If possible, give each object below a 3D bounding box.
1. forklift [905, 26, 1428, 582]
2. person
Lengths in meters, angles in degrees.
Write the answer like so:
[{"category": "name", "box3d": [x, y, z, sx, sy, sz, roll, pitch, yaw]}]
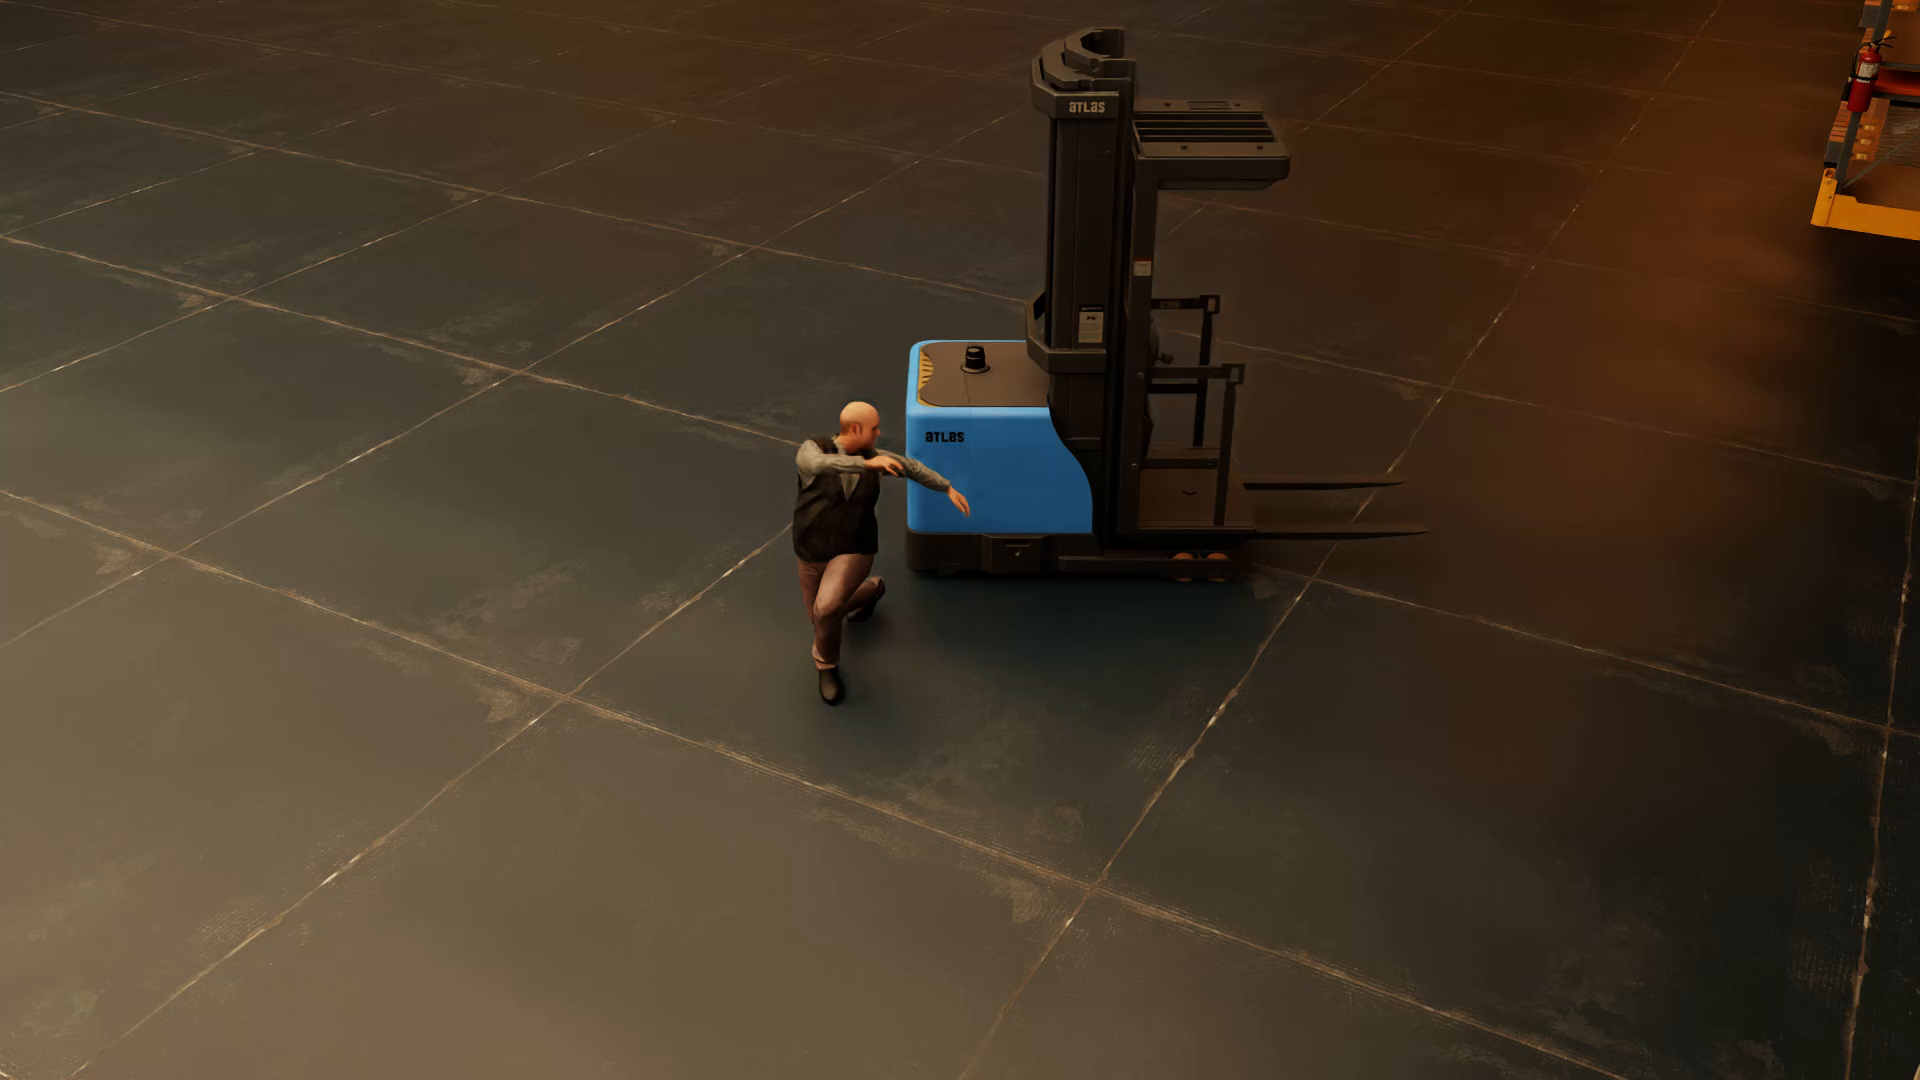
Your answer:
[{"category": "forklift", "box3d": [1.204, -1.294, 9.313, 3.031, 2.935, 1.130, 0, 30, 0]}, {"category": "person", "box3d": [-0.425, 0.003, 8.568, 0.887, 1.426, 0.972, 3, 30, 5]}]
